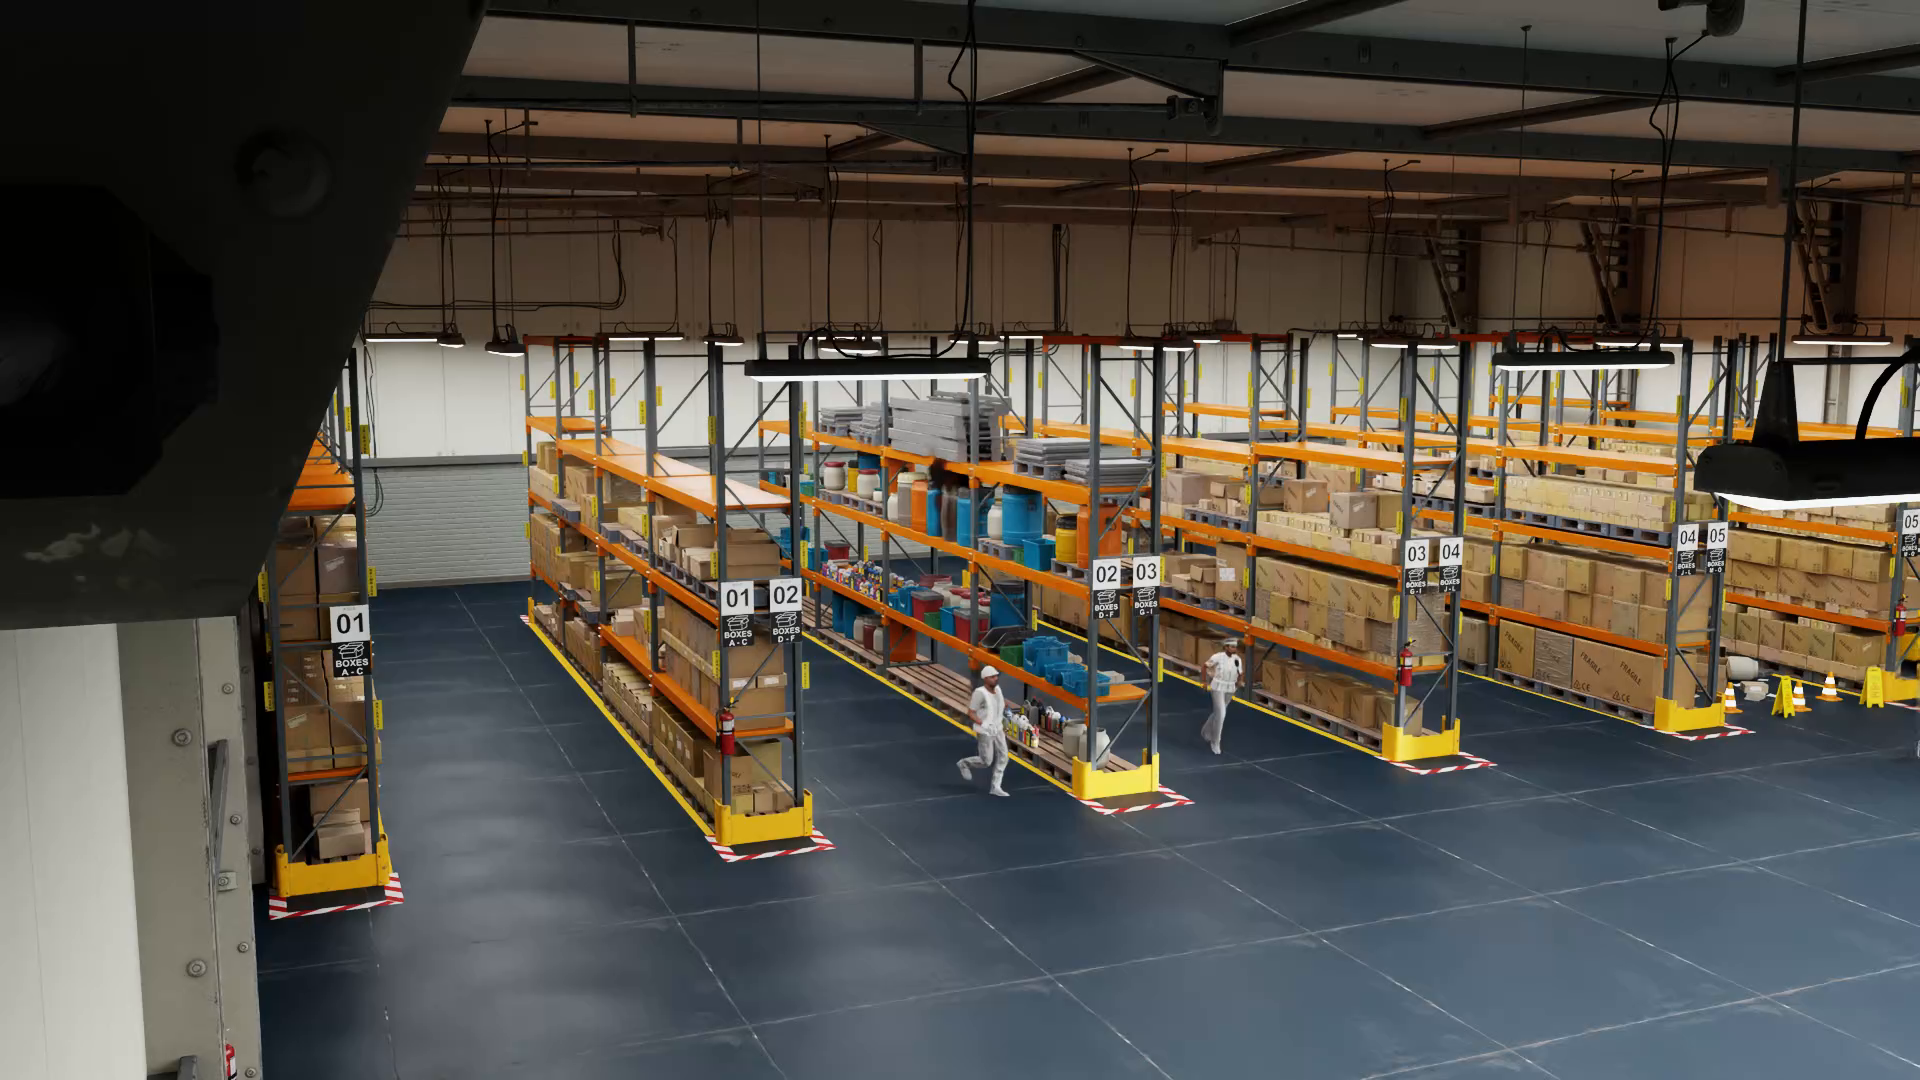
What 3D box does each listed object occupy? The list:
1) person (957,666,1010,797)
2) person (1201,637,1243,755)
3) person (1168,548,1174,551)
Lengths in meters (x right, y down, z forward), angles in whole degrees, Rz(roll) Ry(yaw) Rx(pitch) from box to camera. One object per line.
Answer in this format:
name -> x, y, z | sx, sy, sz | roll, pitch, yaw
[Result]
person -> 0.335, 2.534, 22.208 | 0.813, 1.749, 0.694 | 6, 10, 39
person -> 3.846, 2.238, 24.535 | 0.641, 1.667, 0.835 | -3, 8, -22
person -> 4.339, 0.962, 34.449 | 0.570, 1.627, 0.659 | -5, 9, -35
